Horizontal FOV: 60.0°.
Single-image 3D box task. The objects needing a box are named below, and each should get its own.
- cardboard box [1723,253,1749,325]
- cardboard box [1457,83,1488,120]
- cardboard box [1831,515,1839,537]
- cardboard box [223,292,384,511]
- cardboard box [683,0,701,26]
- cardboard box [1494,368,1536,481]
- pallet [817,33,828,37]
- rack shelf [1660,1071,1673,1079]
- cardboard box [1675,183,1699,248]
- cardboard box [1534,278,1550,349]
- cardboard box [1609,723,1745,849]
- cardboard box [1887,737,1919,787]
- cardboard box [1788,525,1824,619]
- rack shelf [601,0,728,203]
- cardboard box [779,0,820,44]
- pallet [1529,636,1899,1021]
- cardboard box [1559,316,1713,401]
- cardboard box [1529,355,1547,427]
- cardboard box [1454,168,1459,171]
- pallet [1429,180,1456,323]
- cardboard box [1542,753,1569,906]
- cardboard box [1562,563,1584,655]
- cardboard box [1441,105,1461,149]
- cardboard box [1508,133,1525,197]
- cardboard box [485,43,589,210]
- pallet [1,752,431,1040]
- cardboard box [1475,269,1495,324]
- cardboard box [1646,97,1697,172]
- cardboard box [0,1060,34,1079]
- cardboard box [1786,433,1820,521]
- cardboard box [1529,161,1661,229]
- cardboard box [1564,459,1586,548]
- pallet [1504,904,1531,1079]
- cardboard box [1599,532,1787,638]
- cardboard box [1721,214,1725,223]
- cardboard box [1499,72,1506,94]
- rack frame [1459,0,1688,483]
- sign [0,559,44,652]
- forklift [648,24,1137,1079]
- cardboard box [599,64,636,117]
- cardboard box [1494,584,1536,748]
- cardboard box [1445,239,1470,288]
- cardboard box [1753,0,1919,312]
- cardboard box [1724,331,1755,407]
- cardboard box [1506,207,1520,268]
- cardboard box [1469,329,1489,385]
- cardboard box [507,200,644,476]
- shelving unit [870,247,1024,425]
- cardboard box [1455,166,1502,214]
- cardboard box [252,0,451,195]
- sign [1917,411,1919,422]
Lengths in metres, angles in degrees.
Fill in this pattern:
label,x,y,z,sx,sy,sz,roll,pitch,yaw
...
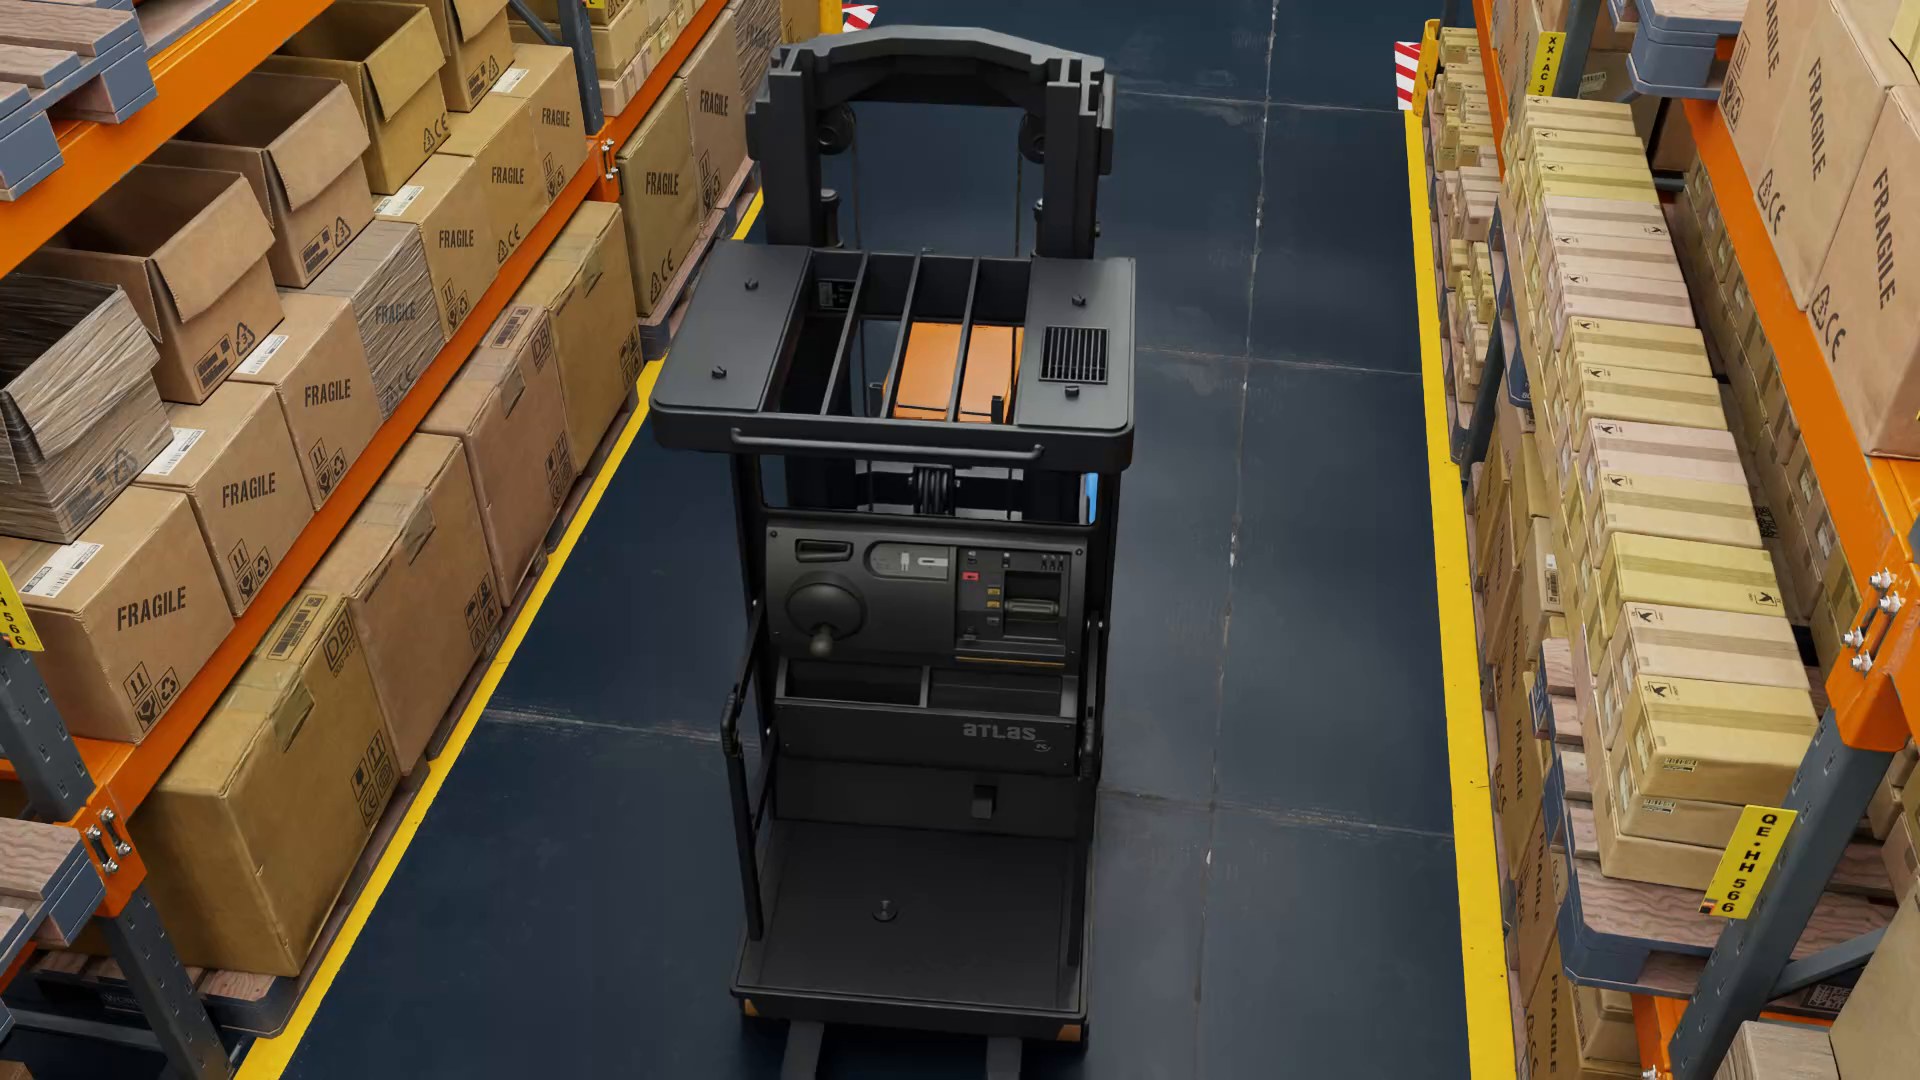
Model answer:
label,x,y,z,sx,sy,sz,roll,pitch,yaw
cardboard box,2.774,-0.817,5.519,0.380,0.149,0.250,5,40,6
cardboard box,2.988,-2.418,9.262,0.380,0.149,0.250,5,40,5
cardboard box,2.542,-0.113,4.434,0.380,0.149,0.250,8,40,10
cardboard box,-2.254,-0.462,5.376,0.500,0.500,0.500,6,40,7
cardboard box,-1.529,-2.721,8.384,0.380,0.149,0.250,6,40,7
cardboard box,2.393,-0.455,6.490,0.500,0.250,0.500,5,40,6
pallet,-1.455,-2.938,10.638,1.003,0.211,1.213,6,40,8
rack shelf,1.743,2.641,2.267,1.077,0.370,4.000,6,40,8
cardboard box,2.908,-1.196,6.210,0.380,0.149,0.250,6,40,7
cardboard box,2.084,-0.728,5.410,0.380,0.149,0.250,8,40,9
cardboard box,1.726,0.568,3.843,0.380,0.149,0.250,7,40,9
cardboard box,2.416,0.477,3.953,0.380,0.149,0.250,8,40,10
cardboard box,2.547,0.110,4.630,0.380,0.149,0.250,8,40,9
rack shelf,-1.740,-2.990,9.077,1.077,0.370,4.000,6,40,8
cardboard box,-1.426,-3.455,10.413,0.875,0.875,0.875,6,40,8
pallet,2.108,0.723,4.172,1.213,0.211,1.003,6,40,8
cardboard box,1.994,-0.519,4.924,0.380,0.149,0.250,8,40,9
cardboard box,2.040,-0.451,5.308,0.380,0.149,0.250,6,40,7
cardboard box,2.964,-2.033,9.263,0.380,0.149,0.250,6,40,8
pallet,3.072,-1.521,8.924,1.003,0.211,1.213,6,40,8
cardboard box,2.026,0.844,4.918,0.500,0.250,0.500,7,40,8
cardboard box,1.858,0.210,4.510,0.380,0.149,0.250,6,40,7
cardboard box,2.921,-2.312,9.366,0.380,0.149,0.250,8,40,9
cardboard box,2.260,-1.385,6.206,0.380,0.149,0.250,7,40,8
cardboard box,-1.898,-1.727,6.907,0.500,0.500,0.500,7,40,8
pallet,-2.568,1.086,5.771,1.003,0.211,1.213,6,40,8
cardboard box,2.592,-1.111,7.681,0.380,0.149,0.250,7,40,8
cardboard box,3.115,-1.838,6.808,0.500,0.500,0.500,6,40,7
cardboard box,-2.875,1.714,4.439,0.700,0.500,0.500,4,40,5
cardboard box,2.592,-0.161,4.725,0.380,0.149,0.250,6,40,7
cardboard box,2.171,-1.164,5.704,0.380,0.149,0.250,7,40,8
cardboard box,1.903,-0.078,4.624,0.380,0.149,0.250,6,40,7
pallet,2.226,1.693,5.037,1.003,0.211,1.213,6,40,8
cardboard box,1.814,0.134,4.135,0.380,0.149,0.250,8,40,9
cardboard box,2.812,-1.092,5.618,0.380,0.149,0.250,5,40,6
cardboard box,2.729,-2.178,7.727,0.380,0.149,0.250,5,40,6
rack frame,2.781,-1.402,6.592,1.000,3.000,0.127,6,40,8
sign,-2.242,0.136,3.885,0.100,0.325,0.005,6,40,8
forklift,-0.119,0.240,4.659,1.130,2.935,3.031,3,40,4
cardboard box,-1.707,-2.065,7.590,0.380,0.149,0.250,6,40,8
cardboard box,2.225,0.496,5.928,0.500,0.500,0.500,7,40,8
cardboard box,2.693,-1.399,8.495,0.380,0.149,0.250,6,40,8
cardboard box,2.012,-0.788,3.417,0.500,0.500,0.500,6,40,8
cardboard box,2.732,-0.544,5.422,0.380,0.149,0.250,5,40,6
cardboard box,2.218,-1.096,6.089,0.380,0.149,0.250,7,40,8
cardboard box,2.523,-0.813,7.553,0.380,0.149,0.250,7,40,9
cardboard box,-2.177,-0.952,7.385,1.225,0.875,0.875,7,40,8
shelving unit,0.001,-0.438,6.897,0.538,1.125,1.048,6,40,8
cardboard box,2.740,-1.773,8.482,0.380,0.149,0.250,5,40,6
cardboard box,-2.319,-1.606,5.973,0.797,0.503,0.637,7,40,8
sign,1.555,-0.308,2.509,0.100,0.325,0.005,6,40,8
